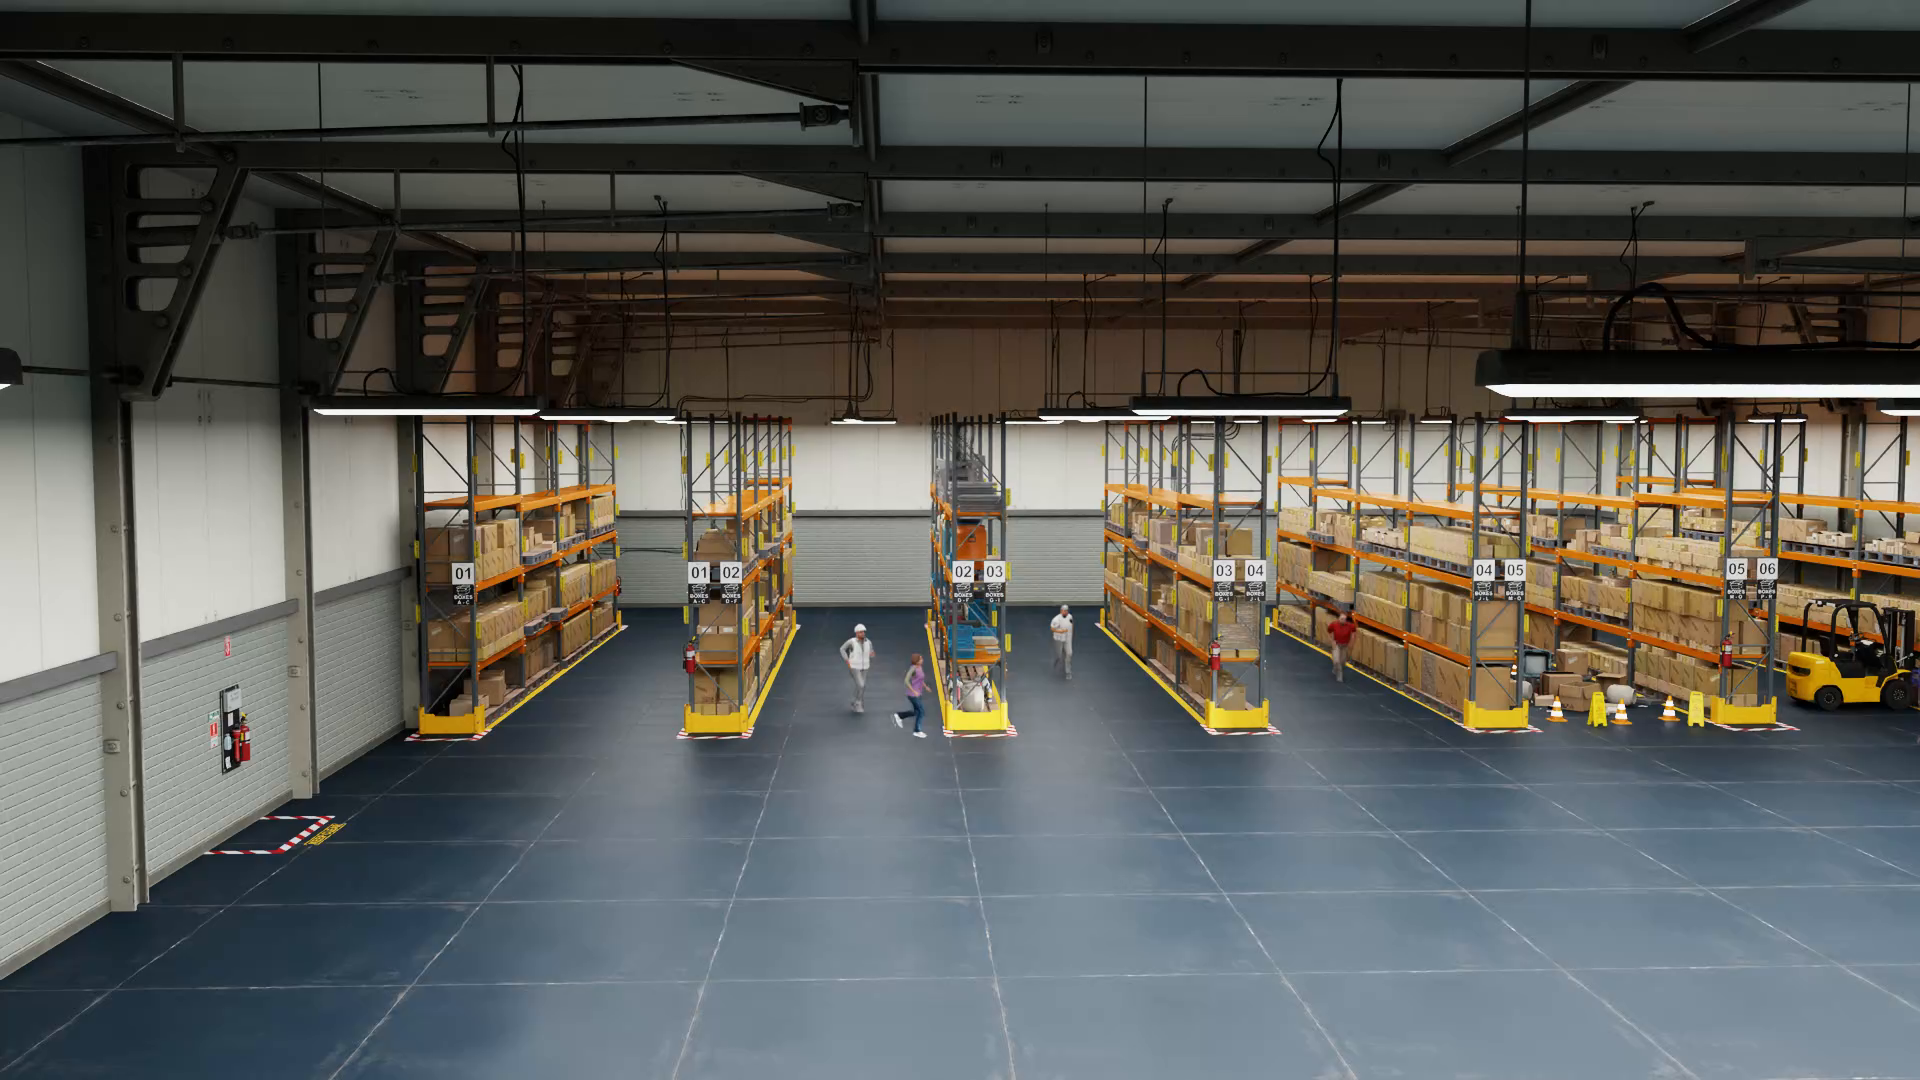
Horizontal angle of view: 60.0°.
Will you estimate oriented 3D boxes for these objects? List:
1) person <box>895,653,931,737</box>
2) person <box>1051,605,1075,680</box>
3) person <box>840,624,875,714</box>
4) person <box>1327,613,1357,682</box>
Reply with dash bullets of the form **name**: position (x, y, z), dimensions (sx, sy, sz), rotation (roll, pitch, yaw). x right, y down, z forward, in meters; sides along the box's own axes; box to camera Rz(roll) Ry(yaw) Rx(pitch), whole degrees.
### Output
- **person**: position (-0.917, 2.863, 30.768), dimensions (0.680, 1.562, 0.525), rotation (1, 4, 18)
- **person**: position (2.331, 2.321, 37.967), dimensions (0.628, 1.703, 0.936), rotation (-2, 4, -21)
- **person**: position (-2.021, 2.588, 33.336), dimensions (0.657, 1.807, 0.796), rotation (-2, 5, -32)
- **person**: position (8.604, 2.404, 37.512), dimensions (0.681, 1.583, 0.888), rotation (0, 4, 6)
